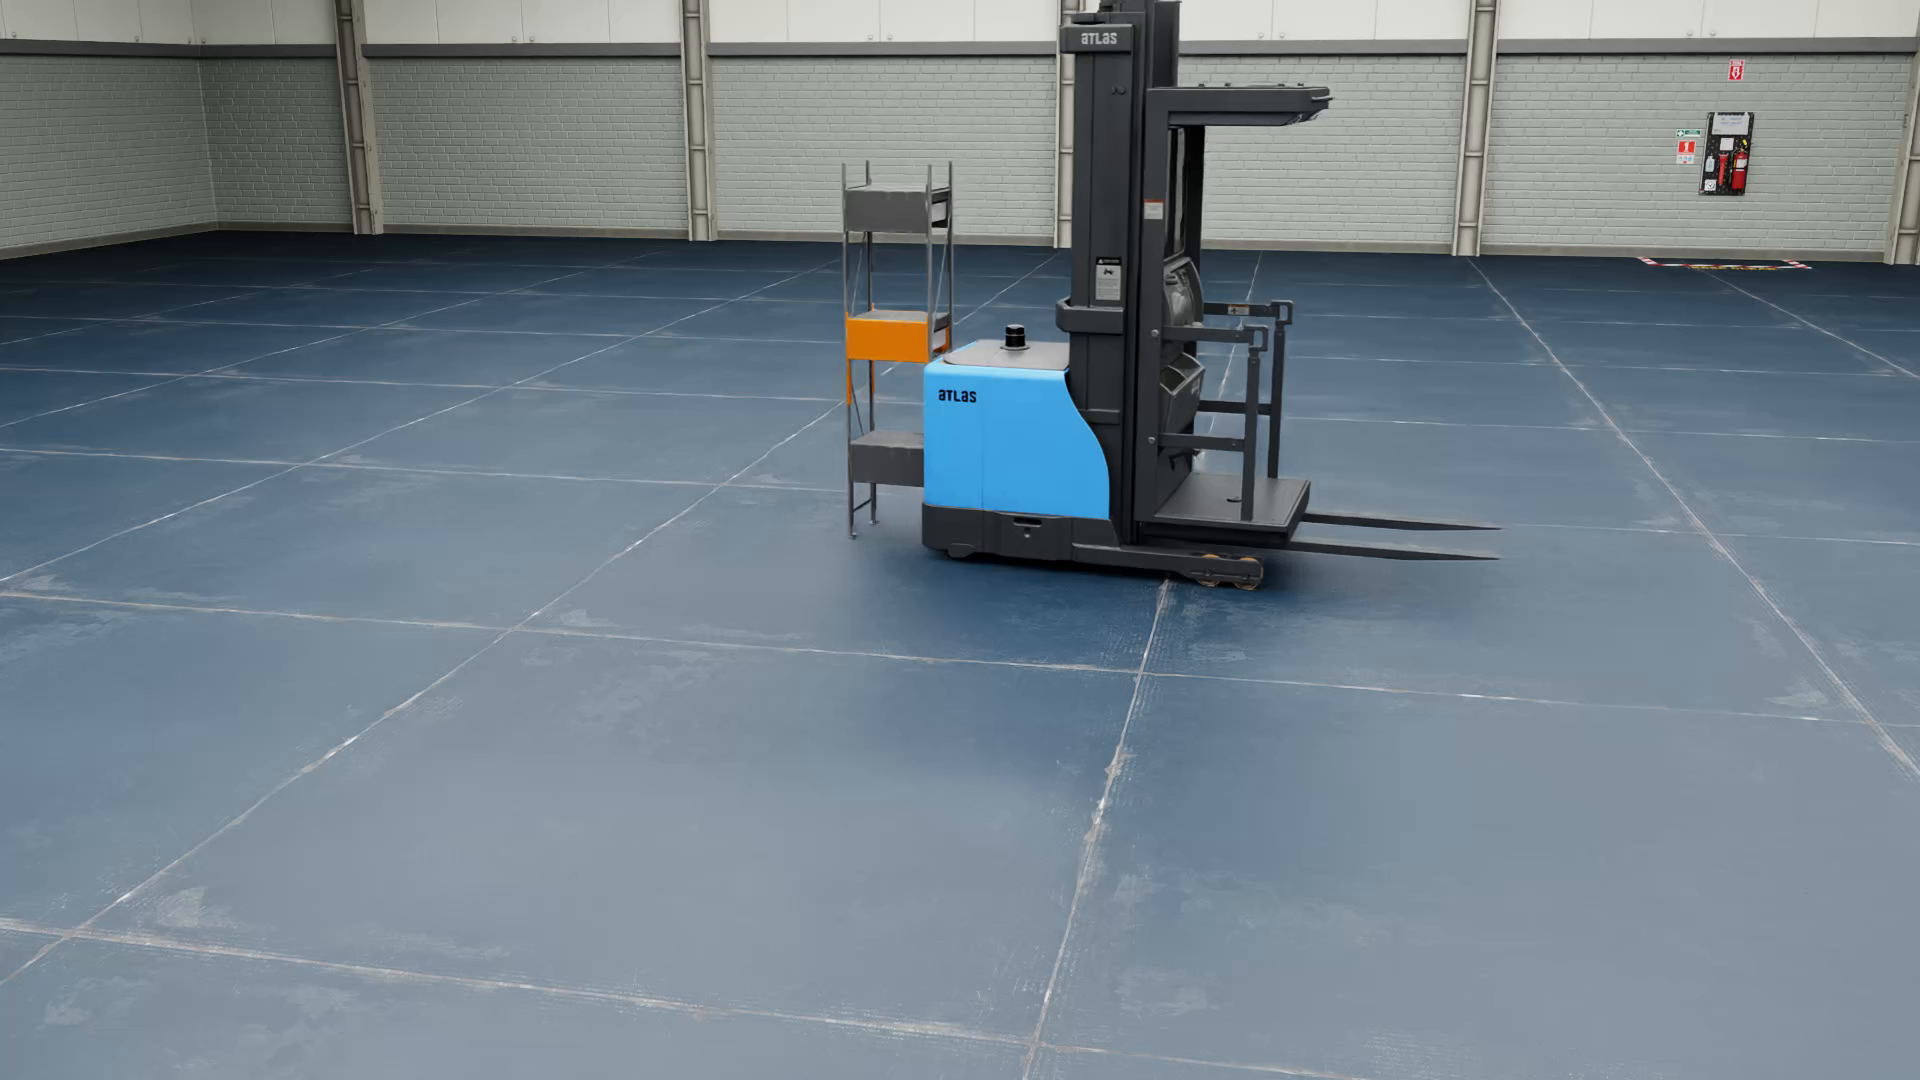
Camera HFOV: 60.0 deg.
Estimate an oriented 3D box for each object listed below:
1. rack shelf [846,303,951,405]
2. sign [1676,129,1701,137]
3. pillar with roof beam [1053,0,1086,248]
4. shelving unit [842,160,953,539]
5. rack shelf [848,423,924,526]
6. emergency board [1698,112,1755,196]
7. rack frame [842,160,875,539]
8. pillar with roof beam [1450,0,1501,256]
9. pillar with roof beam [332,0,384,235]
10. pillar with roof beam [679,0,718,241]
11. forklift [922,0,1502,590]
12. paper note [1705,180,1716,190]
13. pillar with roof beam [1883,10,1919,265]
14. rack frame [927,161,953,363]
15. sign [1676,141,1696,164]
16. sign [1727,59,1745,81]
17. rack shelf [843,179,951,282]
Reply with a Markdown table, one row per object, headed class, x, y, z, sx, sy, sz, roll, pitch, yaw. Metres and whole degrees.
| class | x | y | z | sx | sy | sz | roll | pitch | yaw |
| --- | --- | --- | --- | --- | --- | --- | --- | --- | --- |
| rack shelf | -0.339 | -1.038 | 9.355 | 0.480 | 0.518 | 0.431 | 5 | 16 | 17 |
| sign | 10.510 | -5.865 | 23.985 | 0.331 | 0.109 | 0.001 | 3 | 16 | 11 |
| pillar with roof beam | 0.826 | -7.800 | 20.793 | 0.400 | 9.000 | 9.100 | 3 | 16 | 11 |
| shelving unit | -0.339 | -1.051 | 9.352 | 0.503 | 2.100 | 0.431 | 5 | 16 | 17 |
| rack shelf | -0.339 | -0.363 | 9.542 | 0.480 | 0.518 | 0.431 | 5 | 16 | 17 |
| emergency board | 11.029 | -5.538 | 23.866 | 0.643 | 1.169 | 0.194 | 3 | 16 | 11 |
| rack frame | -0.571 | -1.071 | 9.424 | 0.015 | 2.100 | 0.400 | 5 | 16 | 17 |
| pillar with roof beam | 6.706 | -7.481 | 19.641 | 0.400 | 9.000 | 9.100 | 3 | 16 | 11 |
| pillar with roof beam | -10.933 | -8.438 | 23.098 | 0.400 | 9.000 | 9.100 | 3 | 16 | 11 |
| pillar with roof beam | -5.054 | -8.119 | 21.946 | 0.400 | 9.000 | 9.100 | 3 | 16 | 11 |
| forklift | 1.366 | -1.314 | 8.746 | 3.031 | 2.935 | 1.130 | 5 | 16 | 17 |
| paper note | 10.869 | -5.141 | 24.083 | 0.142 | 0.148 | 0.016 | 3 | 16 | 11 |
| pillar with roof beam | 12.585 | -7.162 | 18.489 | 0.400 | 9.000 | 9.100 | 3 | 16 | 11 |
| rack frame | -0.106 | -1.031 | 9.280 | 0.015 | 2.100 | 0.400 | 5 | 16 | 17 |
| sign | 10.508 | -5.612 | 24.065 | 0.234 | 0.329 | 0.001 | 3 | 16 | 11 |
| sign | 11.041 | -6.682 | 23.652 | 0.199 | 0.298 | 0.001 | 3 | 16 | 11 |
| rack shelf | -0.339 | -1.712 | 9.168 | 0.480 | 0.518 | 0.431 | 5 | 16 | 17 |
